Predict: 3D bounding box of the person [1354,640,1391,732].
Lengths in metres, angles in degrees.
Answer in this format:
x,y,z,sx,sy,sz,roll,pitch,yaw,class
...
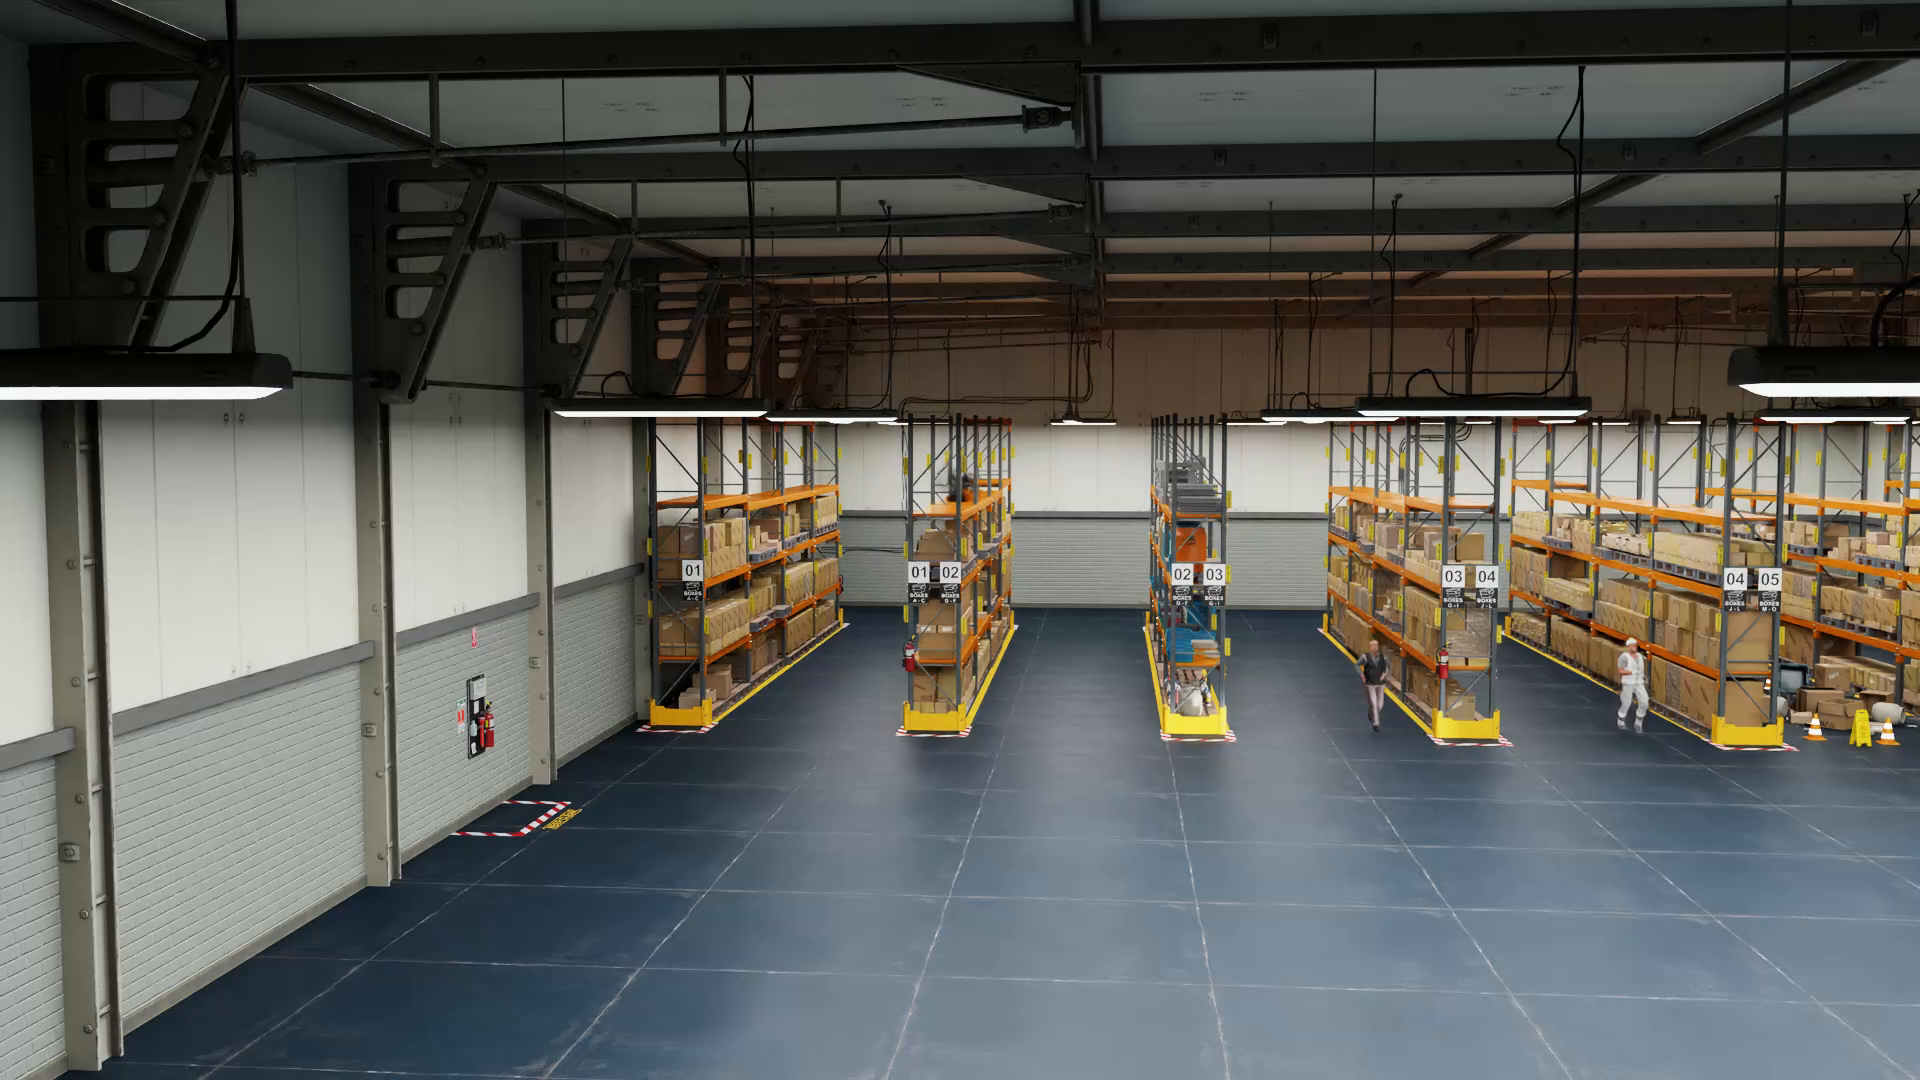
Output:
x,y,z,sx,sy,sz,roll,pitch,yaw,class
7.811,2.740,31.414,0.671,1.698,0.863,0,4,-3,person

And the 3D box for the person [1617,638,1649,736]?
x,y,z,sx,sy,sz,roll,pitch,yaw,class
12.576,2.741,31.057,0.640,1.824,0.743,-1,4,-8,person
